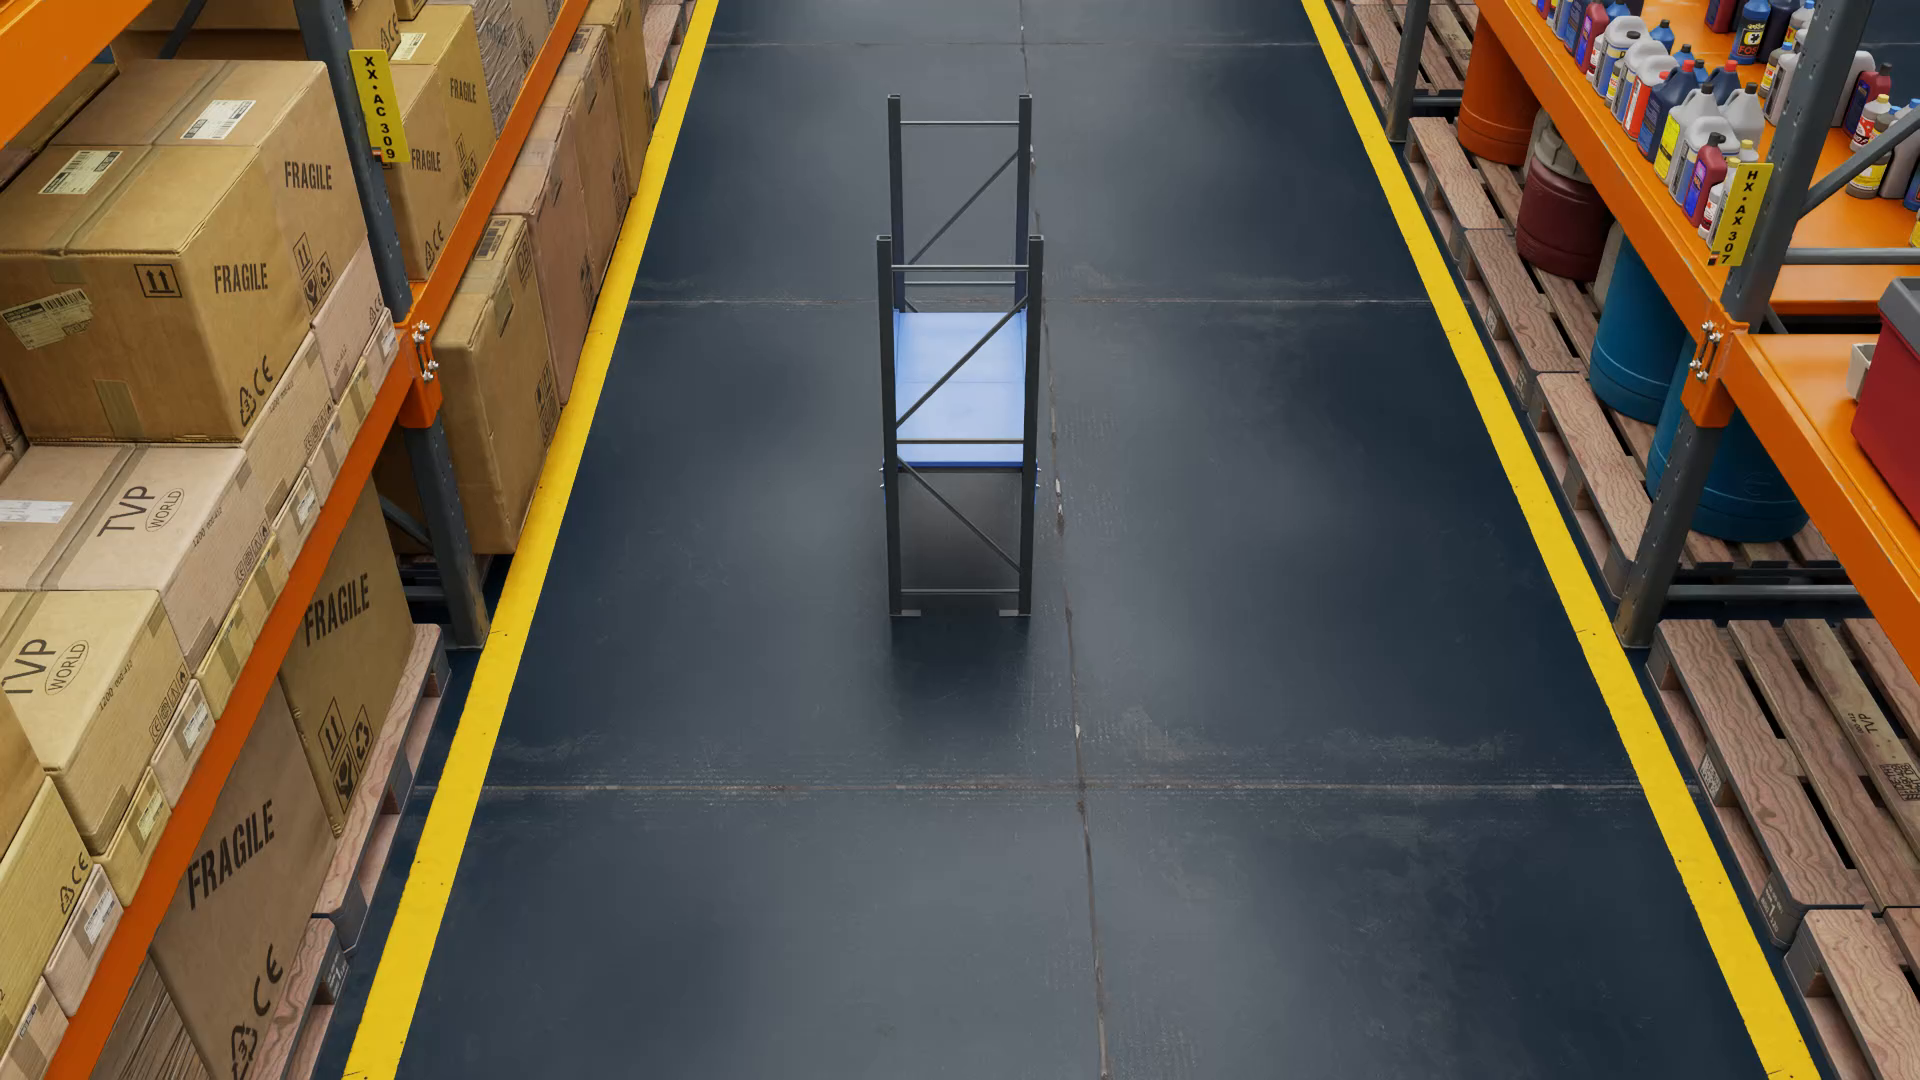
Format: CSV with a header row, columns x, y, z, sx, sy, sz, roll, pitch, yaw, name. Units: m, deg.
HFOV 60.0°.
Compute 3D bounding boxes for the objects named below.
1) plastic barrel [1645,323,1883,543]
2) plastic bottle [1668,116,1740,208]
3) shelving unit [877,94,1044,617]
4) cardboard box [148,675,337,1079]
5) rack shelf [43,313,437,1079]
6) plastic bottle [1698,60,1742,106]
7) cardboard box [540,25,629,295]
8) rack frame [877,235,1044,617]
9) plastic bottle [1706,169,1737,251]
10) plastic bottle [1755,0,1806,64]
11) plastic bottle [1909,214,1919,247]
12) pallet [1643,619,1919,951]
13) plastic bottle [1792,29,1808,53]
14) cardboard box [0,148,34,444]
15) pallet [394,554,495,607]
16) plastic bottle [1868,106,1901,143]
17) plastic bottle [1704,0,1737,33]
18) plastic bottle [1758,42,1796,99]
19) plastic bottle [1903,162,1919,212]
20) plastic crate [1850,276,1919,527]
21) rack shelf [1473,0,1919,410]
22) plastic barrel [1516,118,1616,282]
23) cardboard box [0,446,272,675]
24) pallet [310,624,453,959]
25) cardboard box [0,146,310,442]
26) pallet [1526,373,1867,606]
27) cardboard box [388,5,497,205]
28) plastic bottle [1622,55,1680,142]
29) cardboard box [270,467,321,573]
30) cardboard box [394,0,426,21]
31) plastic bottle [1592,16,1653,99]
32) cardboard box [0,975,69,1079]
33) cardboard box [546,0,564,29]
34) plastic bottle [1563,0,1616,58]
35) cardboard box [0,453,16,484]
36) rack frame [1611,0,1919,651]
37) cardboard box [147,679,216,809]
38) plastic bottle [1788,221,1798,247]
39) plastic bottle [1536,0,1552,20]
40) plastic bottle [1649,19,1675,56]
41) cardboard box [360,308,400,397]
x,y,z,sx,sy,sz,roll,pitch,yaw,name
2.816,-0.512,5.832,0.600,0.901,0.708,0,39,0,plastic barrel
2.475,-1.253,5.514,0.152,0.276,0.135,0,39,0,plastic bottle
0.000,-0.639,5.848,0.538,1.500,1.048,0,39,0,shelving unit
-2.232,0.818,4.194,0.875,0.875,0.875,0,39,0,cardboard box
-2.151,0.708,3.543,1.077,0.370,4.000,0,39,0,rack shelf
2.615,-1.498,5.760,0.144,0.351,0.185,0,39,0,plastic bottle
-2.185,-1.670,7.299,1.225,0.875,0.875,0,39,0,cardboard box
0.000,-0.321,5.451,0.500,1.500,0.032,0,39,0,rack frame
2.476,-1.024,5.229,0.152,0.276,0.135,0,39,0,plastic bottle
3.182,-2.043,6.440,0.144,0.351,0.185,0,39,0,plastic bottle
3.123,-1.053,5.205,0.144,0.351,0.185,0,39,0,plastic bottle
2.839,0.721,5.181,1.003,0.211,1.213,0,39,0,pallet
3.179,-1.792,6.187,0.152,0.276,0.135,0,39,0,plastic bottle
-2.416,-0.566,3.839,0.500,0.500,0.500,0,39,0,cardboard box
-2.230,-0.217,6.352,1.003,0.211,1.213,0,39,0,pallet
3.207,-1.401,5.759,0.097,0.201,0.097,0,39,0,plastic bottle
3.079,-2.199,6.689,0.061,0.283,0.133,0,39,0,plastic bottle
3.054,-1.751,6.195,0.097,0.201,0.097,0,39,0,plastic bottle
3.207,-1.222,5.480,0.097,0.271,0.097,0,39,0,plastic bottle
2.550,-0.316,4.147,0.402,0.464,0.583,0,39,0,plastic crate
2.797,-1.797,6.668,1.077,0.370,4.000,0,39,0,rack shelf
2.814,-1.539,7.364,0.600,0.588,0.708,0,39,0,plastic barrel
-1.887,0.038,3.686,0.500,0.250,0.500,1,39,1,cardboard box
-2.231,0.741,5.157,1.003,0.211,1.213,0,39,0,pallet
-1.889,-0.573,3.848,0.500,0.500,0.500,0,39,0,cardboard box
2.840,-0.221,6.357,1.003,0.211,1.213,0,39,0,pallet
-1.906,-1.464,5.599,0.500,0.500,0.500,0,39,0,cardboard box
2.475,-1.568,5.907,0.152,0.276,0.135,0,39,0,plastic bottle
-1.825,-0.052,4.117,0.380,0.149,0.250,1,39,1,cardboard box
-2.152,-2.082,5.567,0.797,0.503,0.637,0,39,0,cardboard box
2.474,-1.797,6.193,0.152,0.276,0.135,0,39,0,plastic bottle
-1.822,0.912,2.915,0.380,0.149,0.250,-1,39,-1,cardboard box
-1.911,-2.419,6.789,0.500,0.500,0.500,-1,39,-2,cardboard box
2.470,-2.071,6.475,0.144,0.351,0.185,0,39,0,plastic bottle
-2.413,0.048,3.673,0.500,0.250,0.500,1,39,1,cardboard box
2.799,-0.827,4.883,1.000,3.000,0.127,0,39,0,rack frame
-1.824,0.428,3.518,0.380,0.149,0.250,1,39,1,cardboard box
2.600,-1.007,5.267,0.097,0.201,0.097,0,39,0,plastic bottle
2.428,-2.289,6.801,0.061,0.283,0.133,0,39,0,plastic bottle
2.599,-1.807,6.210,0.097,0.271,0.097,0,39,0,plastic bottle
-1.826,-0.535,4.719,0.380,0.149,0.250,0,39,0,cardboard box
